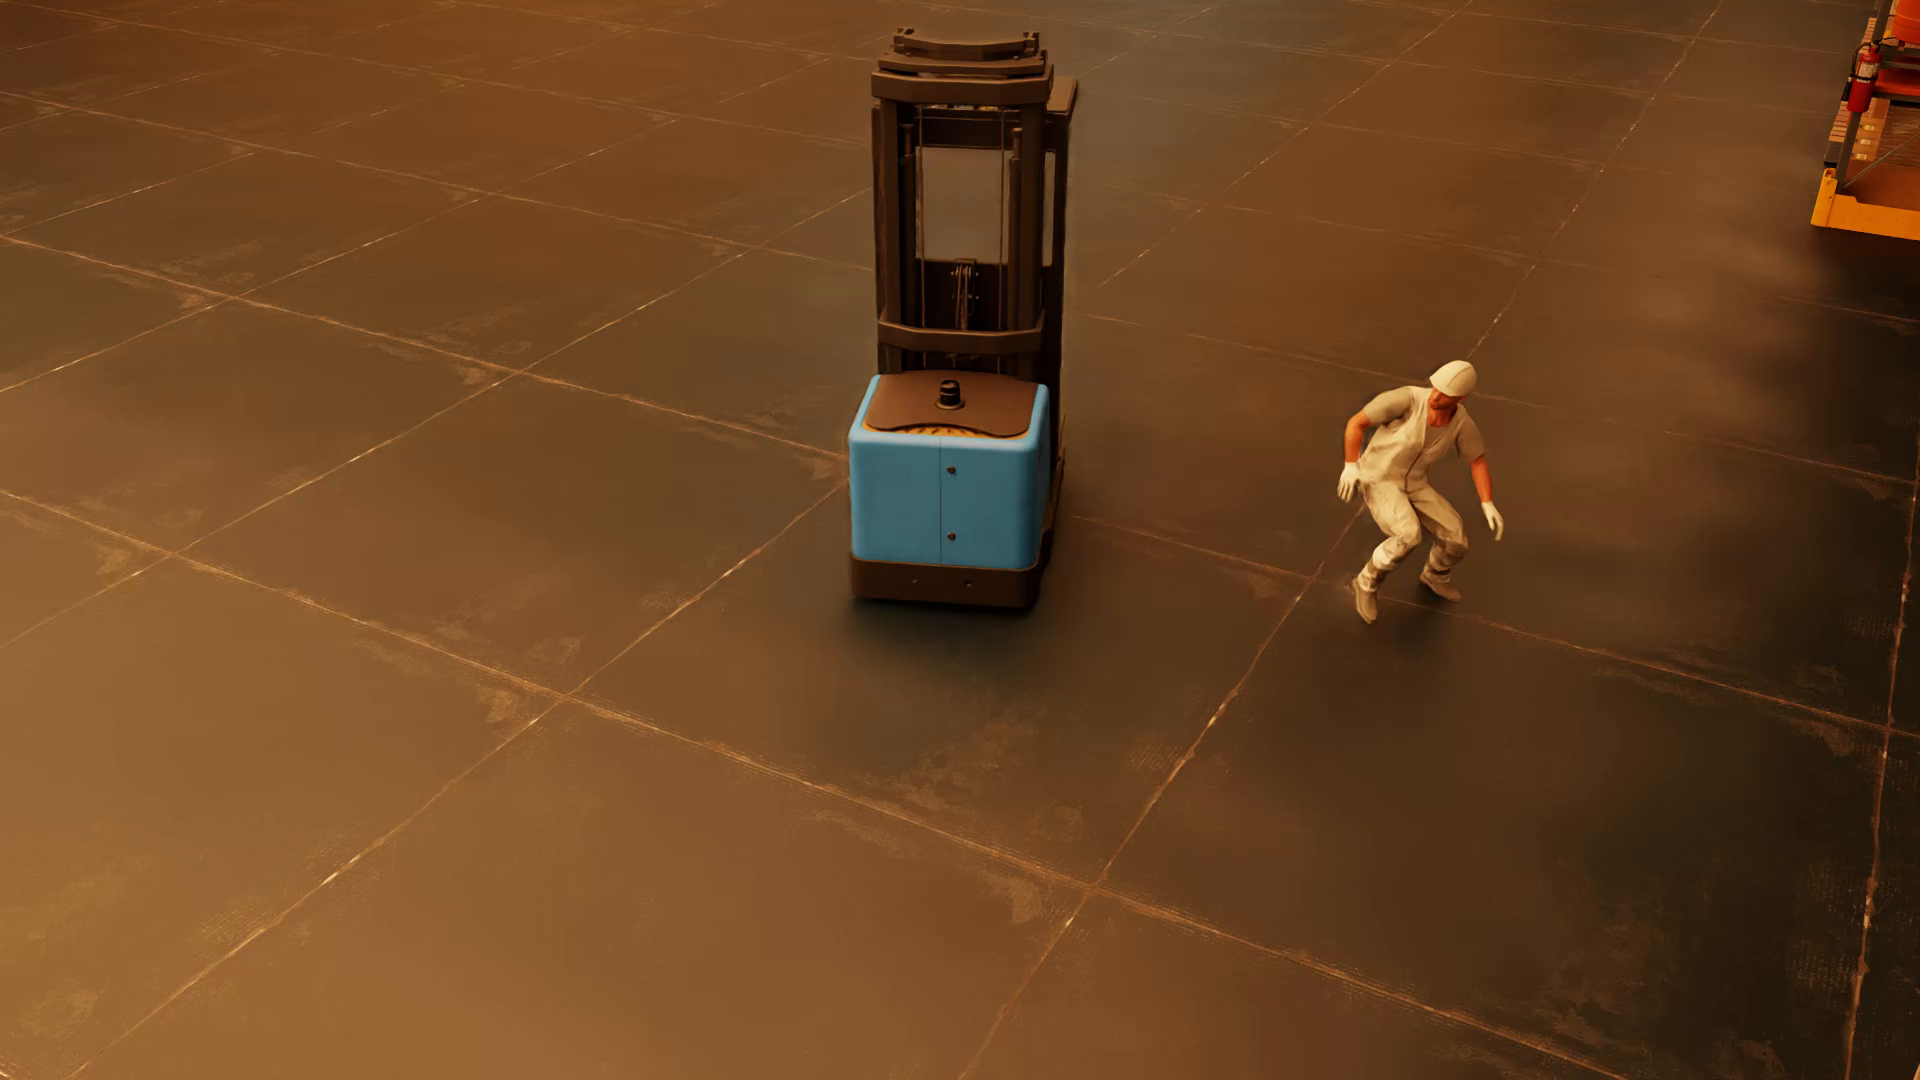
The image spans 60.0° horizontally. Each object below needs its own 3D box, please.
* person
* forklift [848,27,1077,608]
[{"bbox_3d":[2.468,-0.264,8.990,0.811,1.536,0.680,-10,31,-17],"label":"person"},{"bbox_3d":[0.087,-1.608,9.857,1.130,2.935,3.031,4,30,6],"label":"forklift"}]
